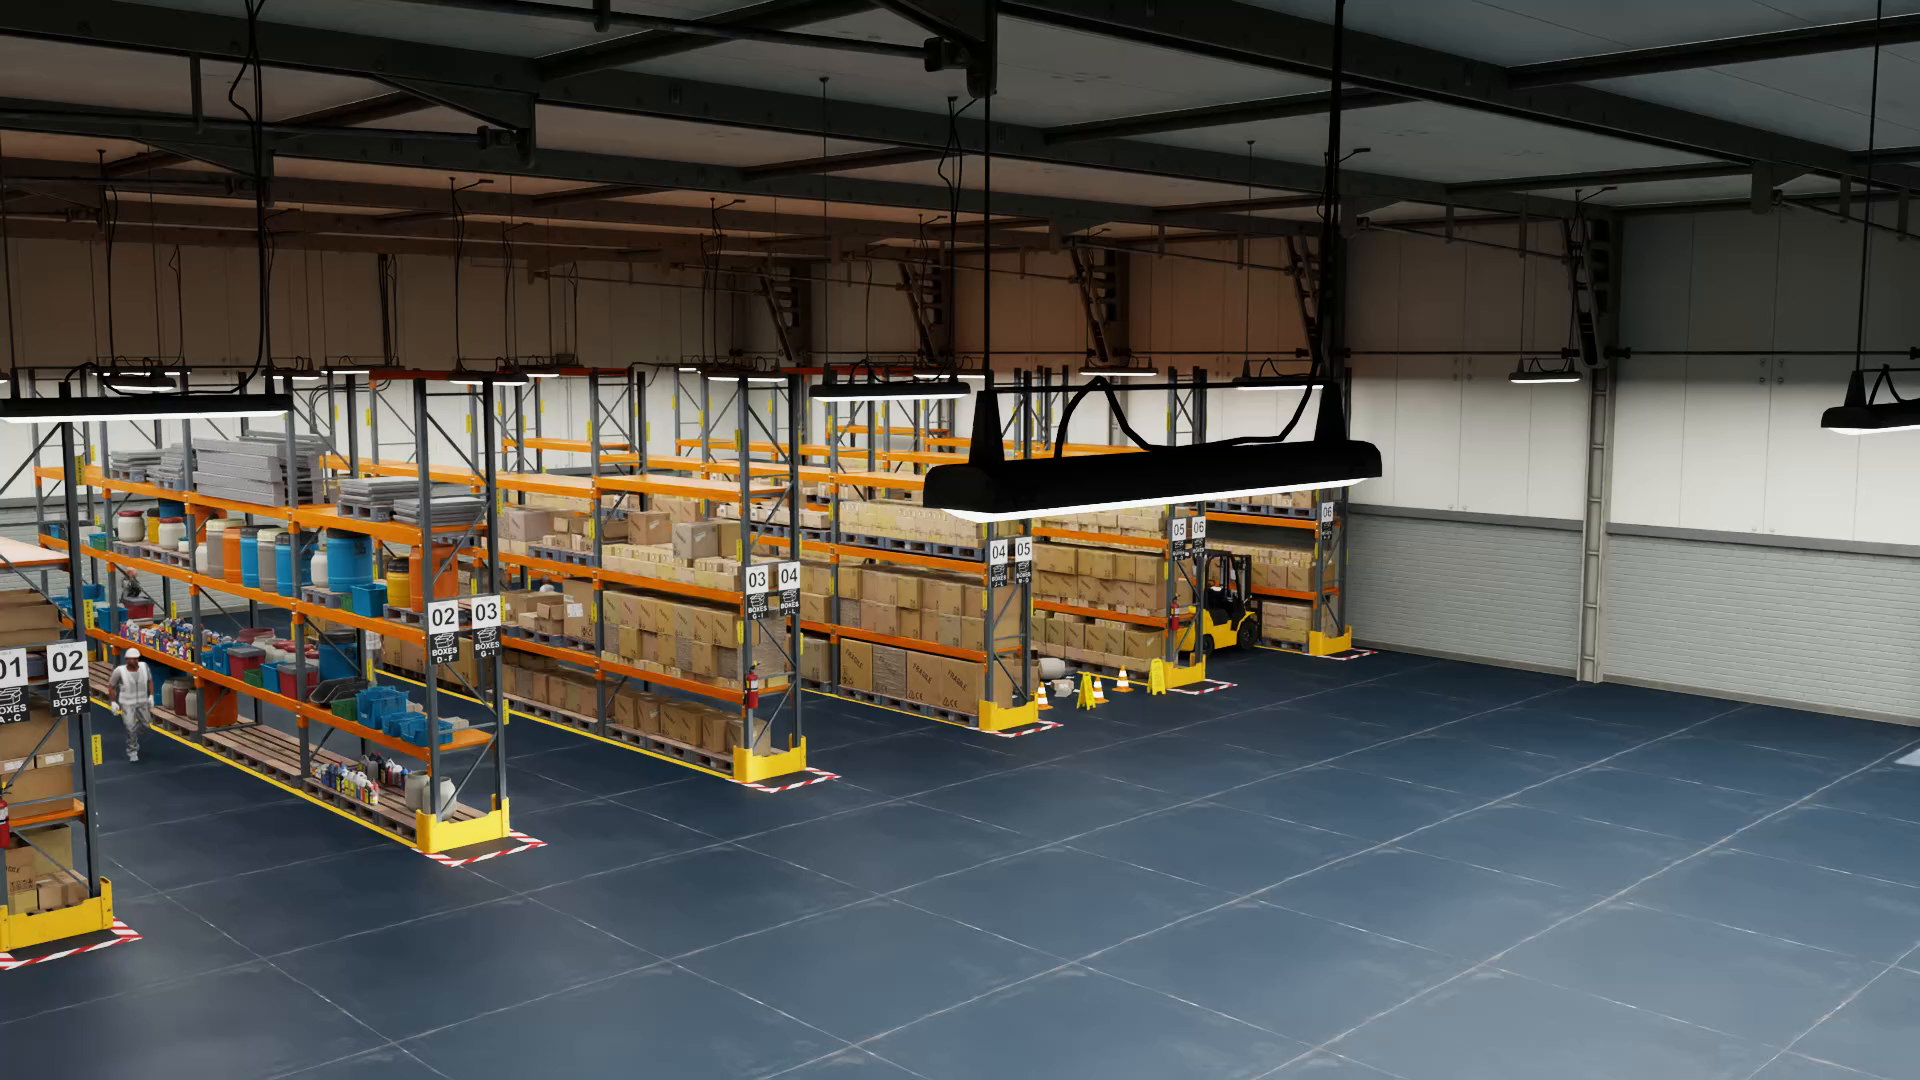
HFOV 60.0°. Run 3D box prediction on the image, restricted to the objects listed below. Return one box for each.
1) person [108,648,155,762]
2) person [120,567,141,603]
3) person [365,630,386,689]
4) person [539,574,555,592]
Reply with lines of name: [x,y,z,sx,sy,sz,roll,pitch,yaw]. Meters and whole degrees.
person: [-12.952,2.537,25.969,0.702,1.761,0.640,6,9,41]
person: [-18.128,1.403,36.196,0.853,1.693,0.545,-1,7,-8]
person: [-10.873,2.027,30.812,0.968,1.623,0.469,4,8,34]
person: [-8.833,1.527,35.497,0.383,1.597,0.467,4,8,32]
